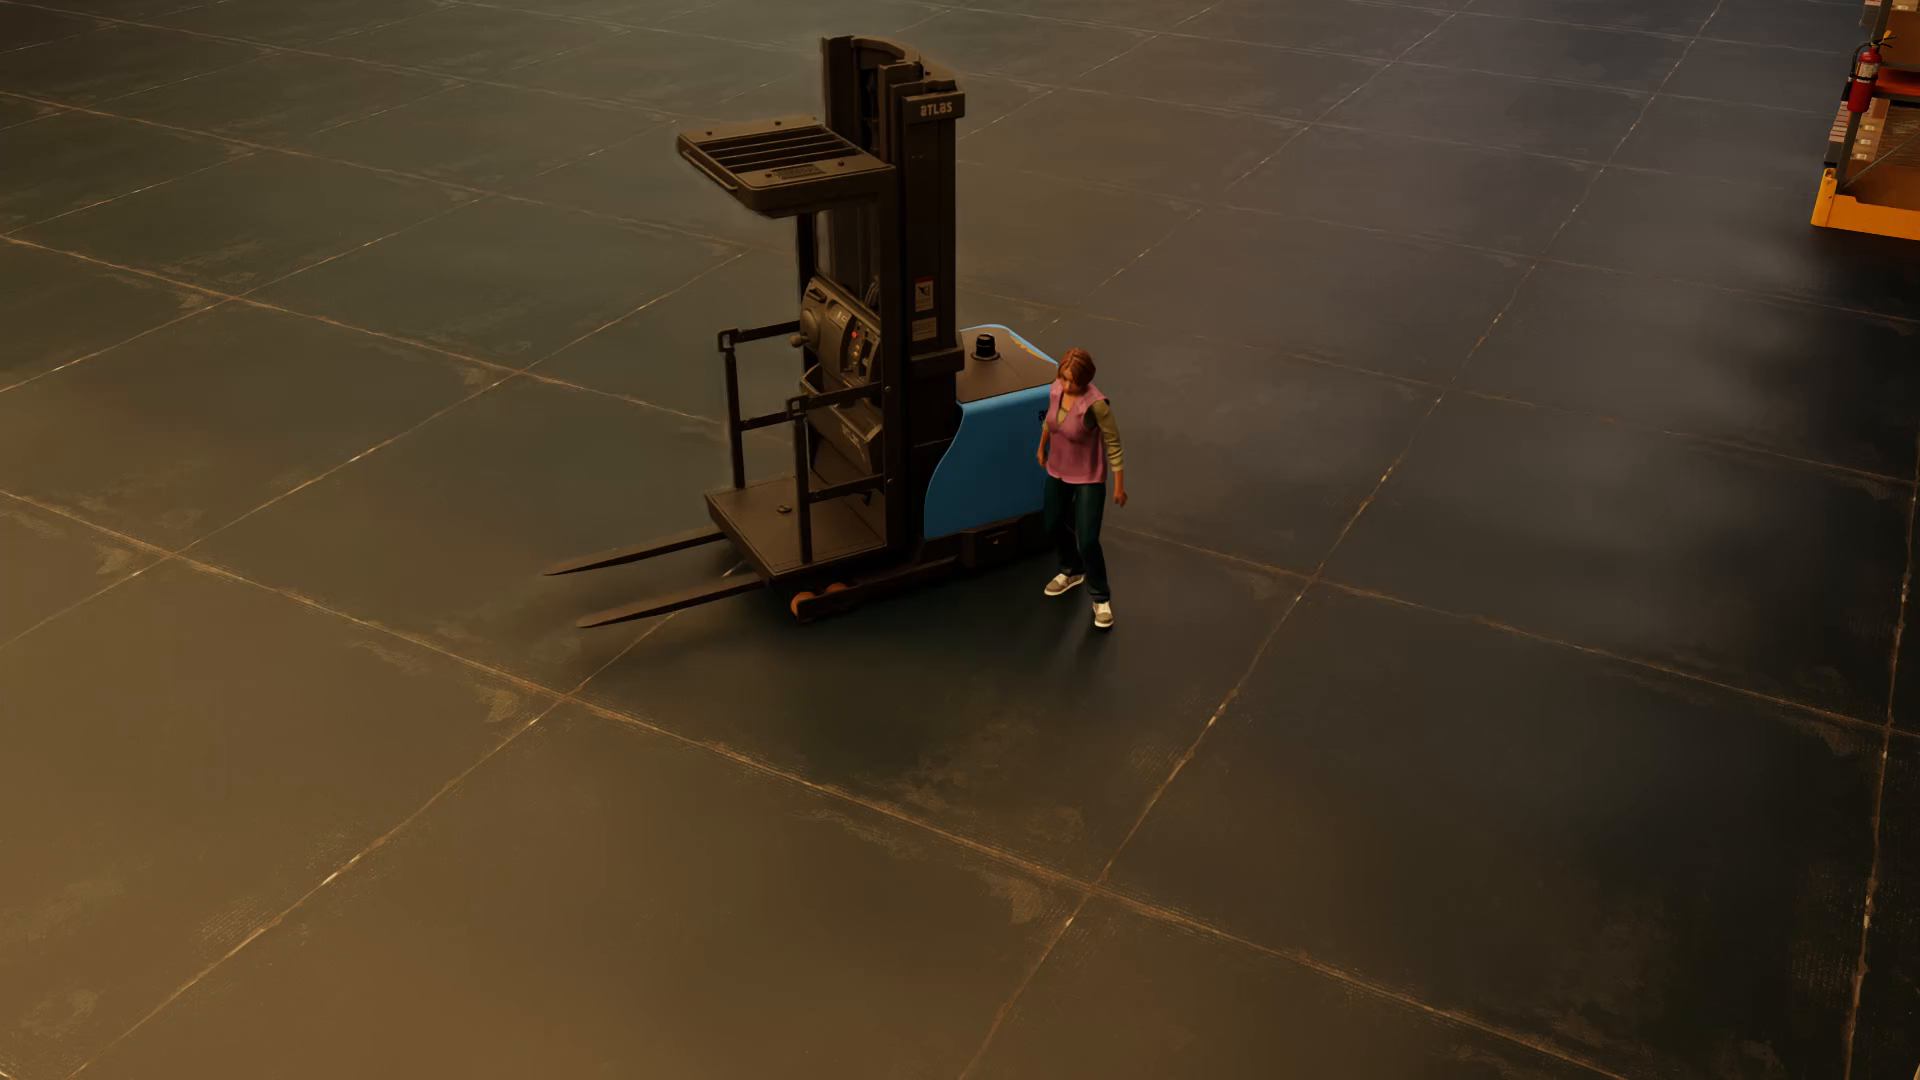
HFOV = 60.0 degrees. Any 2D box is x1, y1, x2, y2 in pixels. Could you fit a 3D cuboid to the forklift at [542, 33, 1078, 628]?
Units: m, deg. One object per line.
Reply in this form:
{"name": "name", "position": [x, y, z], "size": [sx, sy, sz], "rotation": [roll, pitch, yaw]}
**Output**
{"name": "forklift", "position": [-0.837, -1.118, 9.008], "size": [3.031, 2.935, 1.130], "rotation": [-15, 33, -24]}

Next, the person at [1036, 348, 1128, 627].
{"name": "person", "position": [0.649, -0.339, 9.042], "size": [0.389, 1.567, 0.713], "rotation": [-26, 39, -37]}
